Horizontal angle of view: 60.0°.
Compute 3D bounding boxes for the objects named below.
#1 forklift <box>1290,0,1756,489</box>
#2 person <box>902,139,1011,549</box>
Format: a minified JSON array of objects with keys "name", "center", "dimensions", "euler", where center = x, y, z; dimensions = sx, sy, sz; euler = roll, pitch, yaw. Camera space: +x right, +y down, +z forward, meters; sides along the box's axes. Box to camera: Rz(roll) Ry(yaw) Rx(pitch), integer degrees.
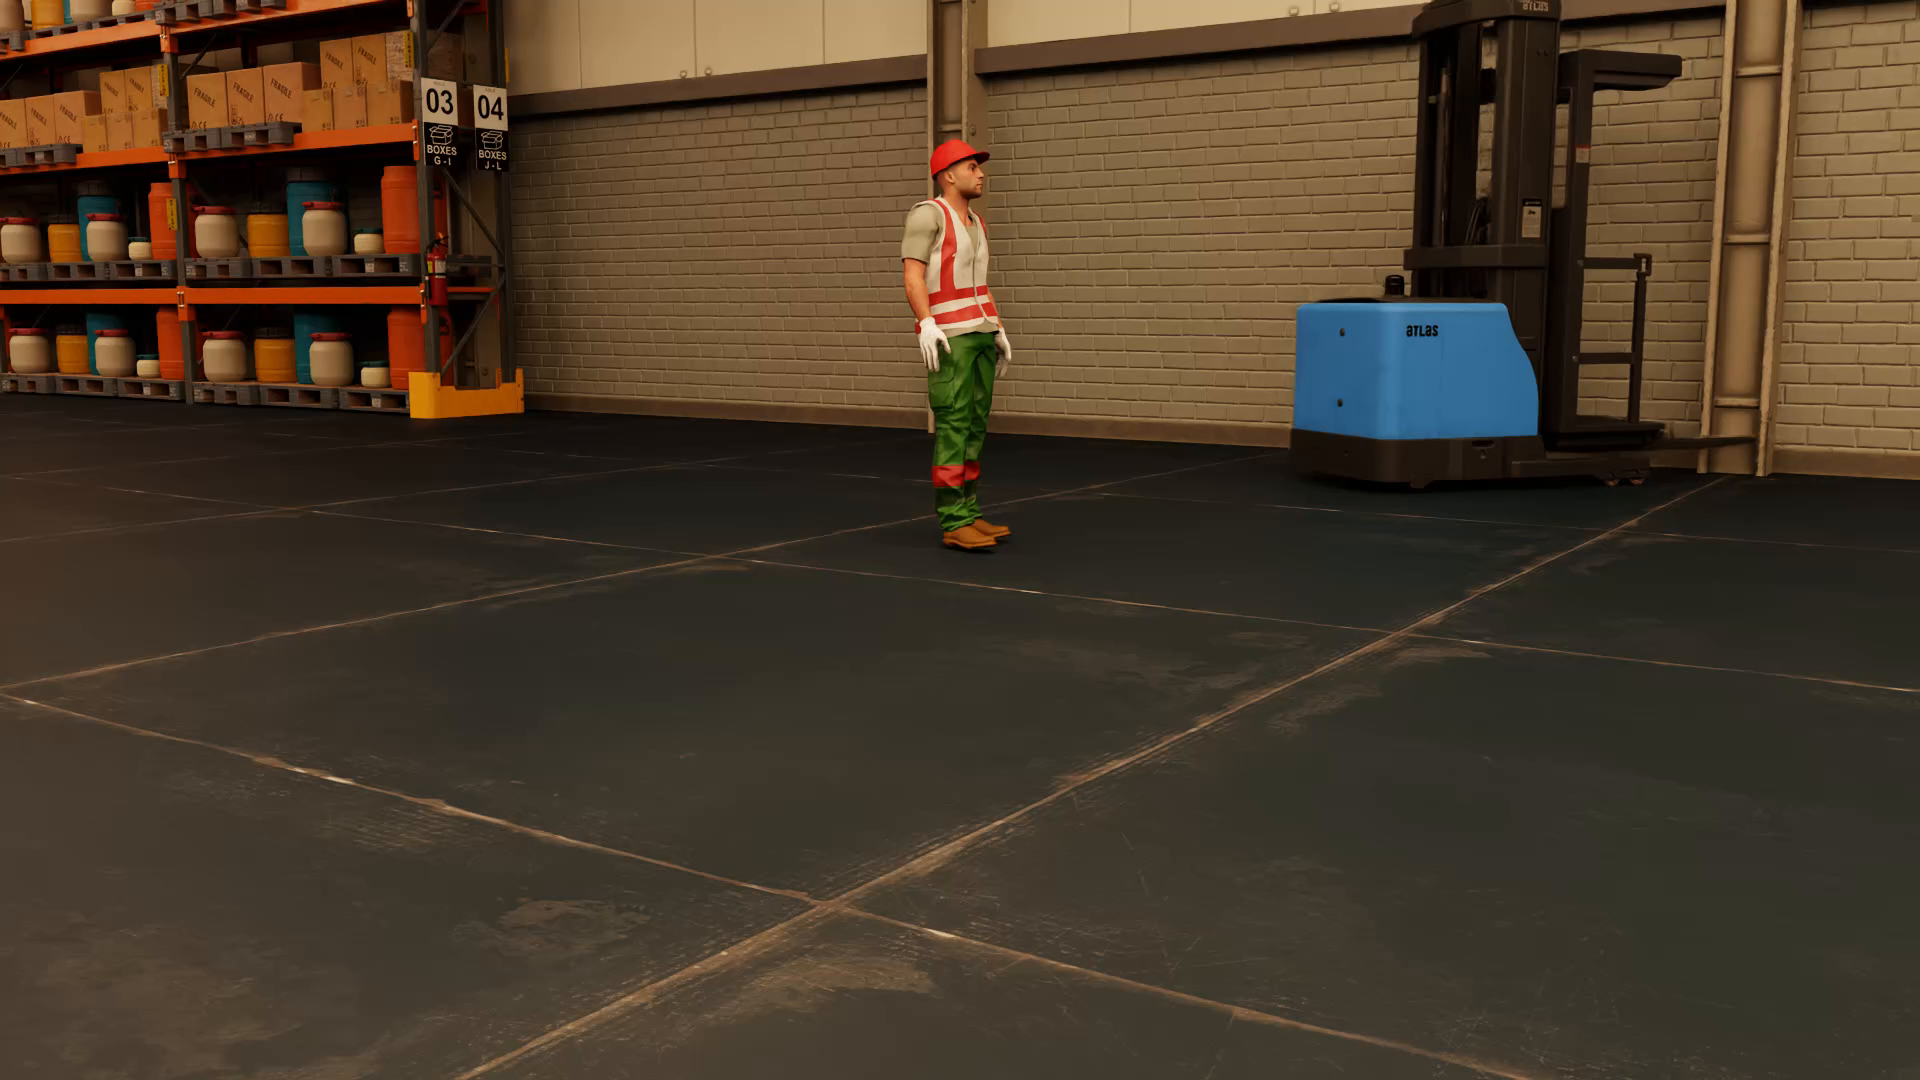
[{"name":"forklift","center":[3.601,-1.843,10.152],"dimensions":[3.031,2.935,1.130],"euler":[-3,9,-21]},{"name":"person","center":[0.059,-0.885,7.422],"dimensions":[0.564,1.787,0.637],"euler":[5,10,34]}]
